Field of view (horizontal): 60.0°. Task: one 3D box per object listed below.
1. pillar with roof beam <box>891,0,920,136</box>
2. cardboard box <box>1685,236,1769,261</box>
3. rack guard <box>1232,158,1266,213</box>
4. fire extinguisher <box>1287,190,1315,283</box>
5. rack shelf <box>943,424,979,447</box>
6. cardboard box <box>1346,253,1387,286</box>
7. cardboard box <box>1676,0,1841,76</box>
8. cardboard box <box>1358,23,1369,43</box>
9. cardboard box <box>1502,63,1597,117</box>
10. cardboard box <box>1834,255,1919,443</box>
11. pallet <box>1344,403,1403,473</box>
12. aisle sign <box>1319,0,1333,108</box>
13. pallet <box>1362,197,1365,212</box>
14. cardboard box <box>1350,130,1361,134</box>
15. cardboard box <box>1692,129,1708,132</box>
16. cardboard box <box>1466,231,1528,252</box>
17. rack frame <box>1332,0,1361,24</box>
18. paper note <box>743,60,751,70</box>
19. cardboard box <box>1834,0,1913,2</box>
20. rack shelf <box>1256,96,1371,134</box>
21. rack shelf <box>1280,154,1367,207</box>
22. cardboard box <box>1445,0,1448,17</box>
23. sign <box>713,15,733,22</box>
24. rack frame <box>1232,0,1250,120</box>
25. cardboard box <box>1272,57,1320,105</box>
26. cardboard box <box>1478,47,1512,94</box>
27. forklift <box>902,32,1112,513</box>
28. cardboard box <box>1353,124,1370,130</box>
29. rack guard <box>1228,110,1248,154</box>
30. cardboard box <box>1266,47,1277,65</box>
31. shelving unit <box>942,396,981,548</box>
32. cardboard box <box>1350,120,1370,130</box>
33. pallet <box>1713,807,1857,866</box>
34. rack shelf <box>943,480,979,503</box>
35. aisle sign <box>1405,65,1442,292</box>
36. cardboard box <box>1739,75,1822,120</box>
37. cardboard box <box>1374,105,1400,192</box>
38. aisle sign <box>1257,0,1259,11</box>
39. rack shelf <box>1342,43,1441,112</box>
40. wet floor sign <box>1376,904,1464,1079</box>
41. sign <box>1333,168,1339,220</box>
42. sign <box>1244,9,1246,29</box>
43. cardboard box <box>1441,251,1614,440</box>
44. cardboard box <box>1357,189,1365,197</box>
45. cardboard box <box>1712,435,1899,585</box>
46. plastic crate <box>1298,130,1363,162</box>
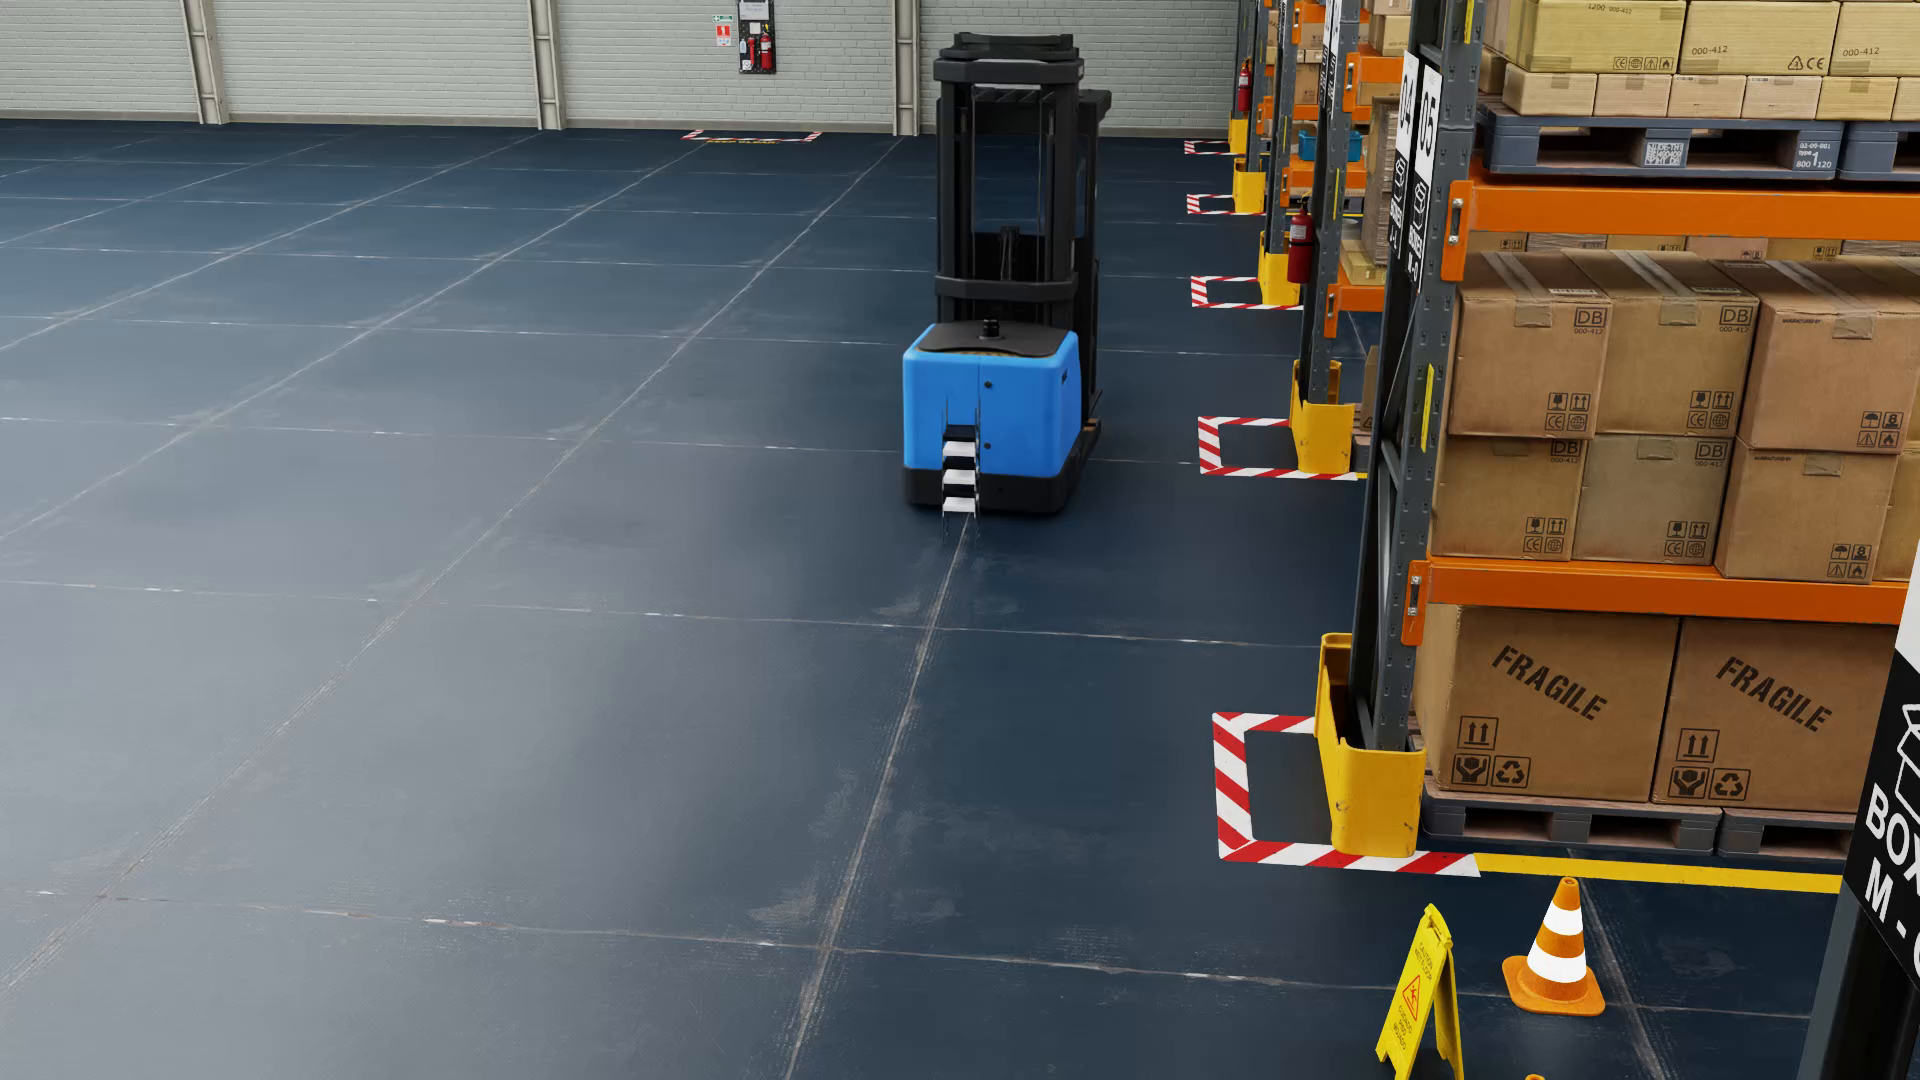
[{"bbox_3d":[-1.381,-9.261,21.625,0.400,9.000,9.100,2,22,6],"label":"pillar with roof beam"},{"bbox_3d":[5.070,-2.145,11.246,0.500,0.500,0.875,2,22,6],"label":"cardboard box"},{"bbox_3d":[3.684,-4.528,21.212,0.348,0.500,1.175,2,22,6],"label":"rack guard"},{"bbox_3d":[2.478,-2.210,12.054,0.183,0.674,0.296,2,22,6],"label":"fire extinguisher"},{"bbox_3d":[0.008,-0.638,10.186,0.200,0.077,0.258,2,22,6],"label":"rack shelf"},{"bbox_3d":[2.793,-1.856,11.396,0.250,0.149,0.380,2,22,6],"label":"cardboard box"},{"bbox_3d":[2.807,-1.835,6.014,0.500,0.250,0.500,2,22,6],"label":"cardboard box"},{"bbox_3d":[4.745,-6.291,20.372,0.500,0.500,0.700,2,22,5],"label":"cardboard box"},{"bbox_3d":[2.157,-1.654,6.098,0.250,0.149,0.380,3,22,7],"label":"cardboard box"},{"bbox_3d":[3.856,-0.768,6.630,0.500,0.550,0.875,2,22,6],"label":"cardboard box"},{"bbox_3d":[3.416,-0.724,11.984,1.213,0.211,1.003,2,22,6],"label":"pallet"},{"bbox_3d":[2.512,-3.393,11.407,0.004,0.787,0.394,2,22,6],"label":"aisle sign"},{"bbox_3d":[5.680,-4.321,21.081,1.213,0.211,1.003,2,22,6],"label":"pallet"},{"bbox_3d":[4.711,-4.829,20.723,0.500,0.500,0.500,2,22,6],"label":"cardboard box"},{"bbox_3d":[4.542,-2.534,10.869,0.500,0.500,0.500,2,22,6],"label":"cardboard box"},{"bbox_3d":[3.591,-2.245,11.499,0.500,0.500,0.875,2,22,6],"label":"cardboard box"},{"bbox_3d":[2.538,-4.862,10.499,0.127,3.000,1.000,2,22,6],"label":"rack frame"},{"bbox_3d":[-3.492,-7.787,27.254,0.142,0.148,0.016,2,22,6],"label":"paper note"},{"bbox_3d":[3.157,-1.982,5.842,0.250,0.149,0.380,2,22,5],"label":"cardboard box"},{"bbox_3d":[5.694,-5.268,20.663,4.000,0.370,1.077,2,22,6],"label":"rack shelf"},{"bbox_3d":[5.107,-3.460,16.089,4.000,0.370,1.077,2,22,6],"label":"rack shelf"},{"bbox_3d":[3.030,-3.440,10.643,0.250,0.149,0.380,3,22,7],"label":"cardboard box"},{"bbox_3d":[-3.858,-8.485,27.052,0.331,0.109,0.001,2,22,6],"label":"sign"},{"bbox_3d":[4.287,-7.498,25.325,0.127,3.000,1.000,2,22,6],"label":"rack frame"},{"bbox_3d":[4.169,-5.711,20.668,0.500,0.500,0.700,3,22,6],"label":"cardboard box"},{"bbox_3d":[2.224,-1.895,6.708,0.250,0.149,0.380,2,22,6],"label":"cardboard box"},{"bbox_3d":[0.433,-2.045,11.627,1.130,2.935,3.031,5,22,11],"label":"forklift"},{"bbox_3d":[5.270,-5.002,21.160,0.500,0.500,0.500,2,22,6],"label":"cardboard box"},{"bbox_3d":[4.362,-6.332,25.776,0.348,0.500,1.175,2,22,6],"label":"rack guard"},{"bbox_3d":[4.734,-7.300,25.002,0.500,0.250,0.500,2,22,5],"label":"cardboard box"},{"bbox_3d":[0.008,-0.418,10.273,0.210,0.900,0.258,2,22,6],"label":"shelving unit"},{"bbox_3d":[6.252,-6.402,25.356,0.500,0.500,0.700,1,22,3],"label":"cardboard box"},{"bbox_3d":[3.865,1.091,7.394,1.213,0.211,1.003,2,22,6],"label":"pallet"},{"bbox_3d":[0.008,-0.303,10.319,0.200,0.077,0.258,2,22,6],"label":"rack shelf"},{"bbox_3d":[1.748,-1.368,6.285,0.004,0.787,0.394,2,22,6],"label":"aisle sign"},{"bbox_3d":[2.910,-1.621,6.015,0.250,0.149,0.380,3,22,7],"label":"cardboard box"},{"bbox_3d":[3.052,-2.599,11.033,0.500,0.500,0.500,2,22,6],"label":"cardboard box"},{"bbox_3d":[3.606,-6.789,19.996,0.004,0.787,0.394,2,22,6],"label":"aisle sign"},{"bbox_3d":[4.524,-3.046,10.964,4.000,0.370,1.077,2,22,6],"label":"rack shelf"},{"bbox_3d":[1.592,1.551,5.640,0.232,0.644,0.267,-1,22,-3],"label":"wet floor sign"},{"bbox_3d":[2.474,-2.277,10.941,0.005,0.325,0.100,2,22,6],"label":"sign"},{"bbox_3d":[4.223,-7.702,24.665,0.005,0.325,0.100,2,22,6],"label":"sign"},{"bbox_3d":[2.218,-0.807,6.730,0.550,0.550,0.875,2,22,6],"label":"cardboard box"},{"bbox_3d":[5.207,-4.459,20.807,0.500,0.250,0.500,2,22,6],"label":"cardboard box"},{"bbox_3d":[3.318,-0.250,6.788,0.550,0.550,0.875,2,22,6],"label":"cardboard box"},{"bbox_3d":[3.653,-3.899,16.425,0.616,0.251,0.499,2,22,6],"label":"plastic crate"}]
